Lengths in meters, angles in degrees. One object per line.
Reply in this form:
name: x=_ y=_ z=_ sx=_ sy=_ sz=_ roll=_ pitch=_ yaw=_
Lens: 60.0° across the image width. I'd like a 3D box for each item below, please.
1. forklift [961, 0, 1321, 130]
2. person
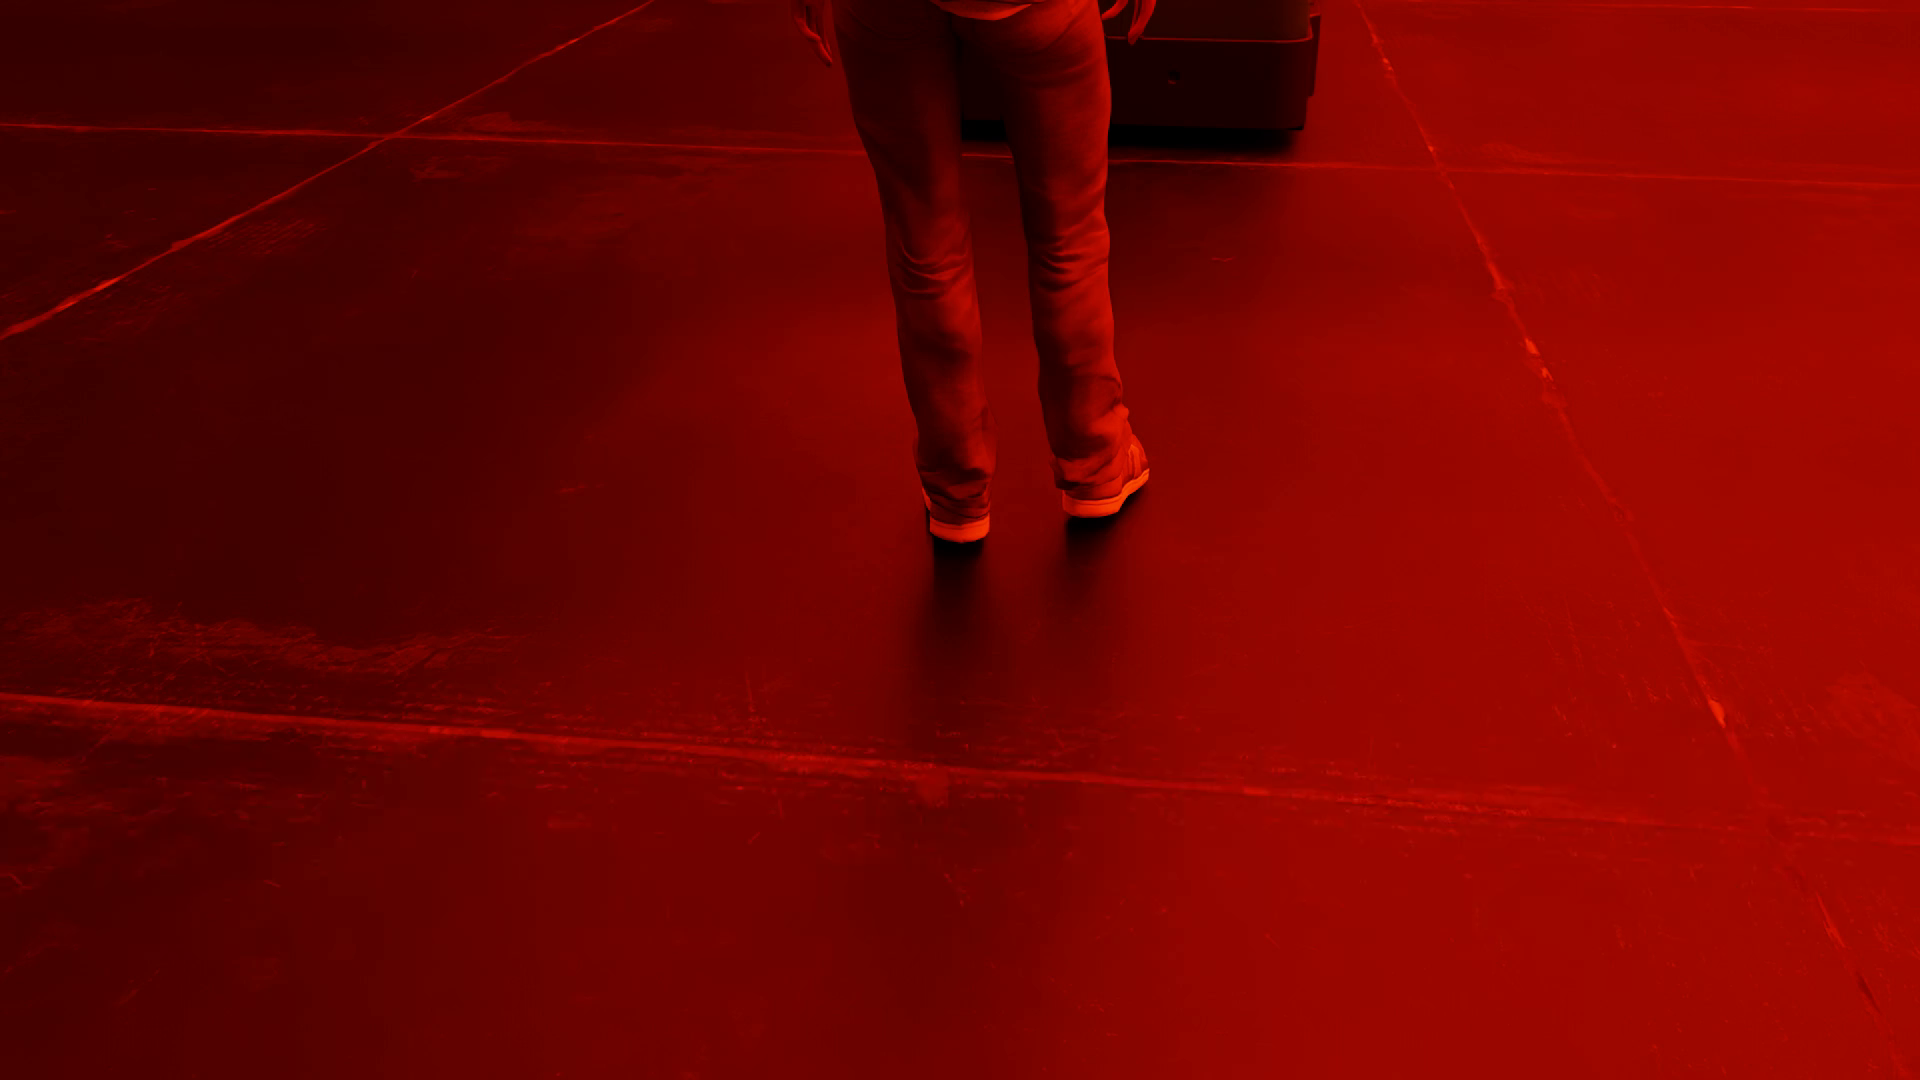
forklift: x=0.666 y=-3.083 z=5.397 sx=1.130 sy=2.935 sz=3.031 roll=4 pitch=27 yaw=8
person: x=0.024 y=-0.753 z=2.204 sx=0.520 sy=1.597 sz=0.475 roll=3 pitch=27 yaw=7
